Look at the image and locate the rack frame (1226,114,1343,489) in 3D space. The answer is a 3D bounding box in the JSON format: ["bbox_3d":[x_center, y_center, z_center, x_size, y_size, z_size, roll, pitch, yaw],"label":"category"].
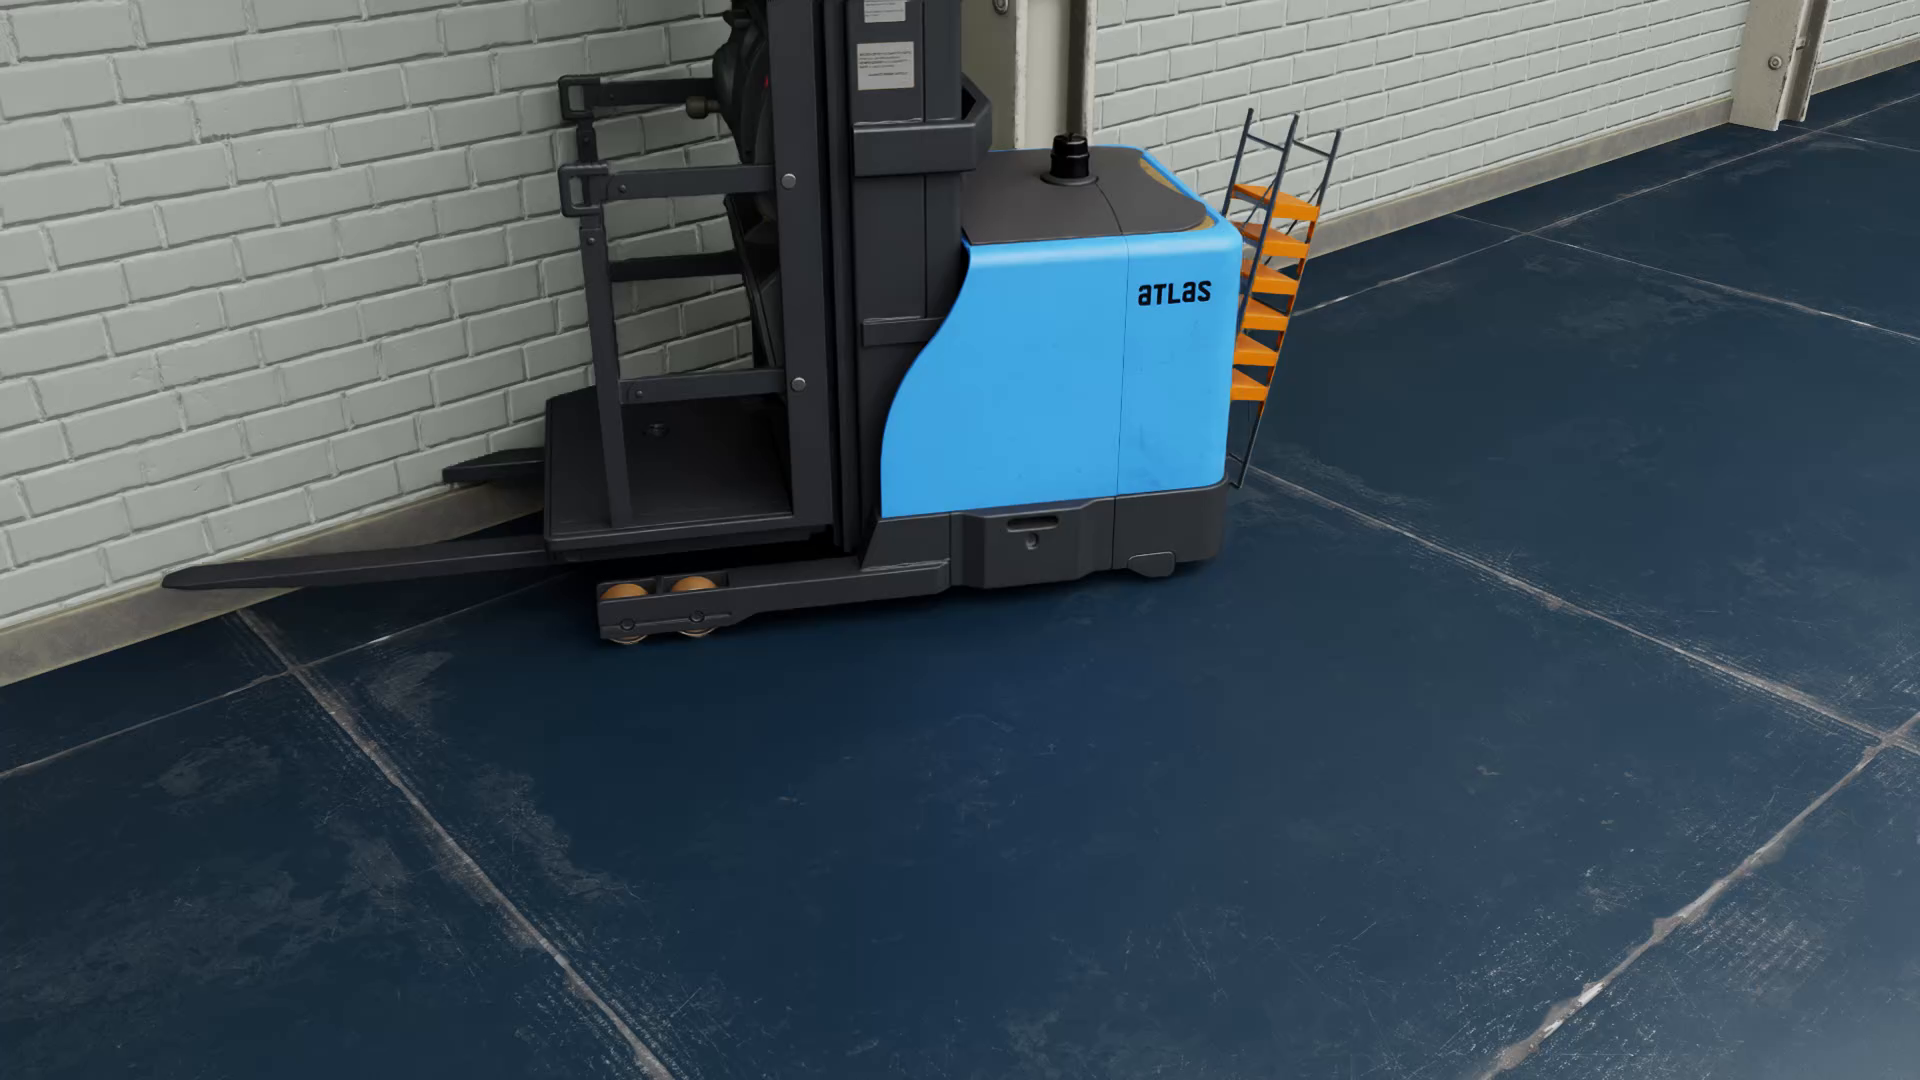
[{"bbox_3d":[1.004,-0.764,5.436,0.006,1.200,0.240,-1,25,-29],"label":"rack frame"}]

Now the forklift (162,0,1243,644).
[{"bbox_3d":[-0.770,-1.272,4.520,3.031,2.935,1.130,-6,29,-10],"label":"forklift"}]

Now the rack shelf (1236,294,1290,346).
[{"bbox_3d":[0.915,-0.723,5.408,0.180,0.103,0.258,-1,25,-29],"label":"rack shelf"}]

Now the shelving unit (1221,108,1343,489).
[{"bbox_3d":[0.924,-0.763,5.391,0.189,1.200,0.258,-1,25,-29],"label":"shelving unit"}]

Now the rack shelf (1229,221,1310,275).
[{"bbox_3d":[0.962,-0.941,5.318,0.180,0.103,0.258,-1,25,-29],"label":"rack shelf"}]

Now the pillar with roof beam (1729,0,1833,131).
[{"bbox_3d":[7.600,-4.932,4.931,0.400,9.000,9.100,-22,35,-35],"label":"pillar with roof beam"}]

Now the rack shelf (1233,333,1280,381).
[{"bbox_3d":[0.891,-0.614,5.453,0.180,0.103,0.258,-1,25,-29],"label":"rack shelf"}]

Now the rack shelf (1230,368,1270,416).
[{"bbox_3d":[0.868,-0.506,5.498,0.180,0.103,0.258,-1,25,-29],"label":"rack shelf"}]

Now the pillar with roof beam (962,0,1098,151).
[{"bbox_3d":[3.036,-3.097,1.497,0.400,9.000,9.100,-22,35,-35],"label":"pillar with roof beam"}]

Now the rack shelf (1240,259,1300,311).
[{"bbox_3d":[0.939,-0.832,5.363,0.180,0.103,0.258,-1,25,-29],"label":"rack shelf"}]

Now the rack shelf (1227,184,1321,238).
[{"bbox_3d":[0.986,-1.049,5.273,0.180,0.103,0.258,-1,25,-29],"label":"rack shelf"}]

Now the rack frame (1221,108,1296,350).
[{"bbox_3d":[0.844,-0.763,5.347,0.006,1.200,0.240,-1,25,-29],"label":"rack frame"}]
